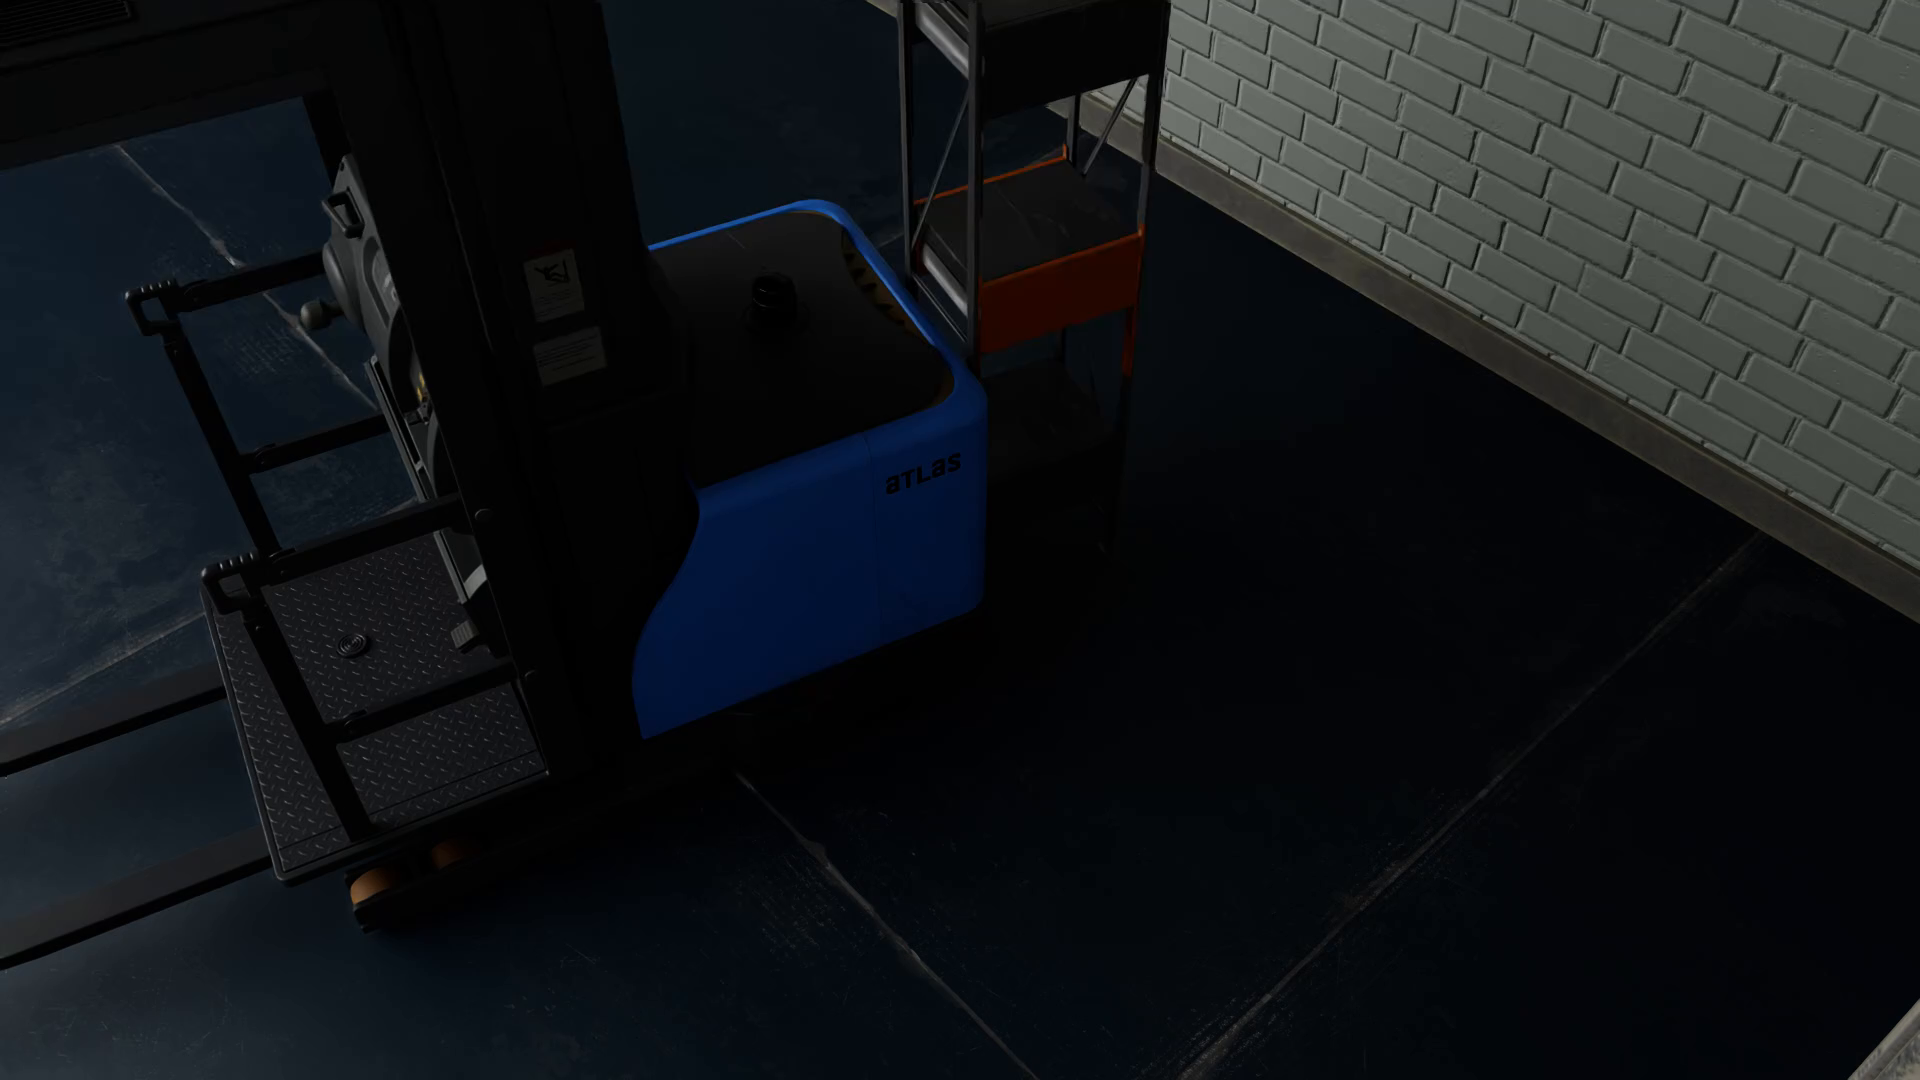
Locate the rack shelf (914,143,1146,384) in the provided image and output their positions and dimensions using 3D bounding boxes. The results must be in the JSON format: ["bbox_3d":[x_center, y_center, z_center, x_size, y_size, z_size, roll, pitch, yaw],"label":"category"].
[{"bbox_3d":[0.166,-0.678,4.466,0.480,0.518,0.431,-21,51,-18],"label":"rack shelf"}]

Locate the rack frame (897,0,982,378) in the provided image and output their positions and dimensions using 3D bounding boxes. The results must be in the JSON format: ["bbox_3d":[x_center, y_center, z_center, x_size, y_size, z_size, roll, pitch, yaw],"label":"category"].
[{"bbox_3d":[-0.051,-0.606,4.380,0.015,2.100,0.400,-21,51,-18],"label":"rack frame"}]

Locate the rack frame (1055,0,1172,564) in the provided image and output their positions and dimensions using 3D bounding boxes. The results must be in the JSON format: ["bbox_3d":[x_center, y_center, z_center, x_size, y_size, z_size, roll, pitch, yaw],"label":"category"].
[{"bbox_3d":[0.383,-0.770,4.532,0.015,2.100,0.400,-21,51,-18],"label":"rack frame"}]

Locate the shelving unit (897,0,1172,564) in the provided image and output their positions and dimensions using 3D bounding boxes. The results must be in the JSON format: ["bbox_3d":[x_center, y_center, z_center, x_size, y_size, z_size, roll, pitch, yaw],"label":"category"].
[{"bbox_3d":[0.166,-0.688,4.456,0.503,2.100,0.431,-21,51,-18],"label":"shelving unit"}]

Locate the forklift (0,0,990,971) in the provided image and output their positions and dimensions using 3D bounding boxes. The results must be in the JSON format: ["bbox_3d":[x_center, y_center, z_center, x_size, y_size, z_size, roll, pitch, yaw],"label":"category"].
[{"bbox_3d":[-1.465,-0.440,3.662,3.031,2.935,1.130,-21,51,-18],"label":"forklift"}]

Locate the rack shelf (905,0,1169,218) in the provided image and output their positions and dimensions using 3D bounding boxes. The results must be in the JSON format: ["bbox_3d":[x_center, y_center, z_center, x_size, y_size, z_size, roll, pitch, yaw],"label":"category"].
[{"bbox_3d":[0.166,-1.153,3.951,0.480,0.518,0.431,-21,51,-18],"label":"rack shelf"}]

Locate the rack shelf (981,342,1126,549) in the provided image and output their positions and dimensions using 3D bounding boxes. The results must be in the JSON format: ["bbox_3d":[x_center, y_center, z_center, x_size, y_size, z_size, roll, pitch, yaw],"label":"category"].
[{"bbox_3d":[0.166,-0.204,4.980,0.480,0.518,0.431,-21,51,-18],"label":"rack shelf"}]
